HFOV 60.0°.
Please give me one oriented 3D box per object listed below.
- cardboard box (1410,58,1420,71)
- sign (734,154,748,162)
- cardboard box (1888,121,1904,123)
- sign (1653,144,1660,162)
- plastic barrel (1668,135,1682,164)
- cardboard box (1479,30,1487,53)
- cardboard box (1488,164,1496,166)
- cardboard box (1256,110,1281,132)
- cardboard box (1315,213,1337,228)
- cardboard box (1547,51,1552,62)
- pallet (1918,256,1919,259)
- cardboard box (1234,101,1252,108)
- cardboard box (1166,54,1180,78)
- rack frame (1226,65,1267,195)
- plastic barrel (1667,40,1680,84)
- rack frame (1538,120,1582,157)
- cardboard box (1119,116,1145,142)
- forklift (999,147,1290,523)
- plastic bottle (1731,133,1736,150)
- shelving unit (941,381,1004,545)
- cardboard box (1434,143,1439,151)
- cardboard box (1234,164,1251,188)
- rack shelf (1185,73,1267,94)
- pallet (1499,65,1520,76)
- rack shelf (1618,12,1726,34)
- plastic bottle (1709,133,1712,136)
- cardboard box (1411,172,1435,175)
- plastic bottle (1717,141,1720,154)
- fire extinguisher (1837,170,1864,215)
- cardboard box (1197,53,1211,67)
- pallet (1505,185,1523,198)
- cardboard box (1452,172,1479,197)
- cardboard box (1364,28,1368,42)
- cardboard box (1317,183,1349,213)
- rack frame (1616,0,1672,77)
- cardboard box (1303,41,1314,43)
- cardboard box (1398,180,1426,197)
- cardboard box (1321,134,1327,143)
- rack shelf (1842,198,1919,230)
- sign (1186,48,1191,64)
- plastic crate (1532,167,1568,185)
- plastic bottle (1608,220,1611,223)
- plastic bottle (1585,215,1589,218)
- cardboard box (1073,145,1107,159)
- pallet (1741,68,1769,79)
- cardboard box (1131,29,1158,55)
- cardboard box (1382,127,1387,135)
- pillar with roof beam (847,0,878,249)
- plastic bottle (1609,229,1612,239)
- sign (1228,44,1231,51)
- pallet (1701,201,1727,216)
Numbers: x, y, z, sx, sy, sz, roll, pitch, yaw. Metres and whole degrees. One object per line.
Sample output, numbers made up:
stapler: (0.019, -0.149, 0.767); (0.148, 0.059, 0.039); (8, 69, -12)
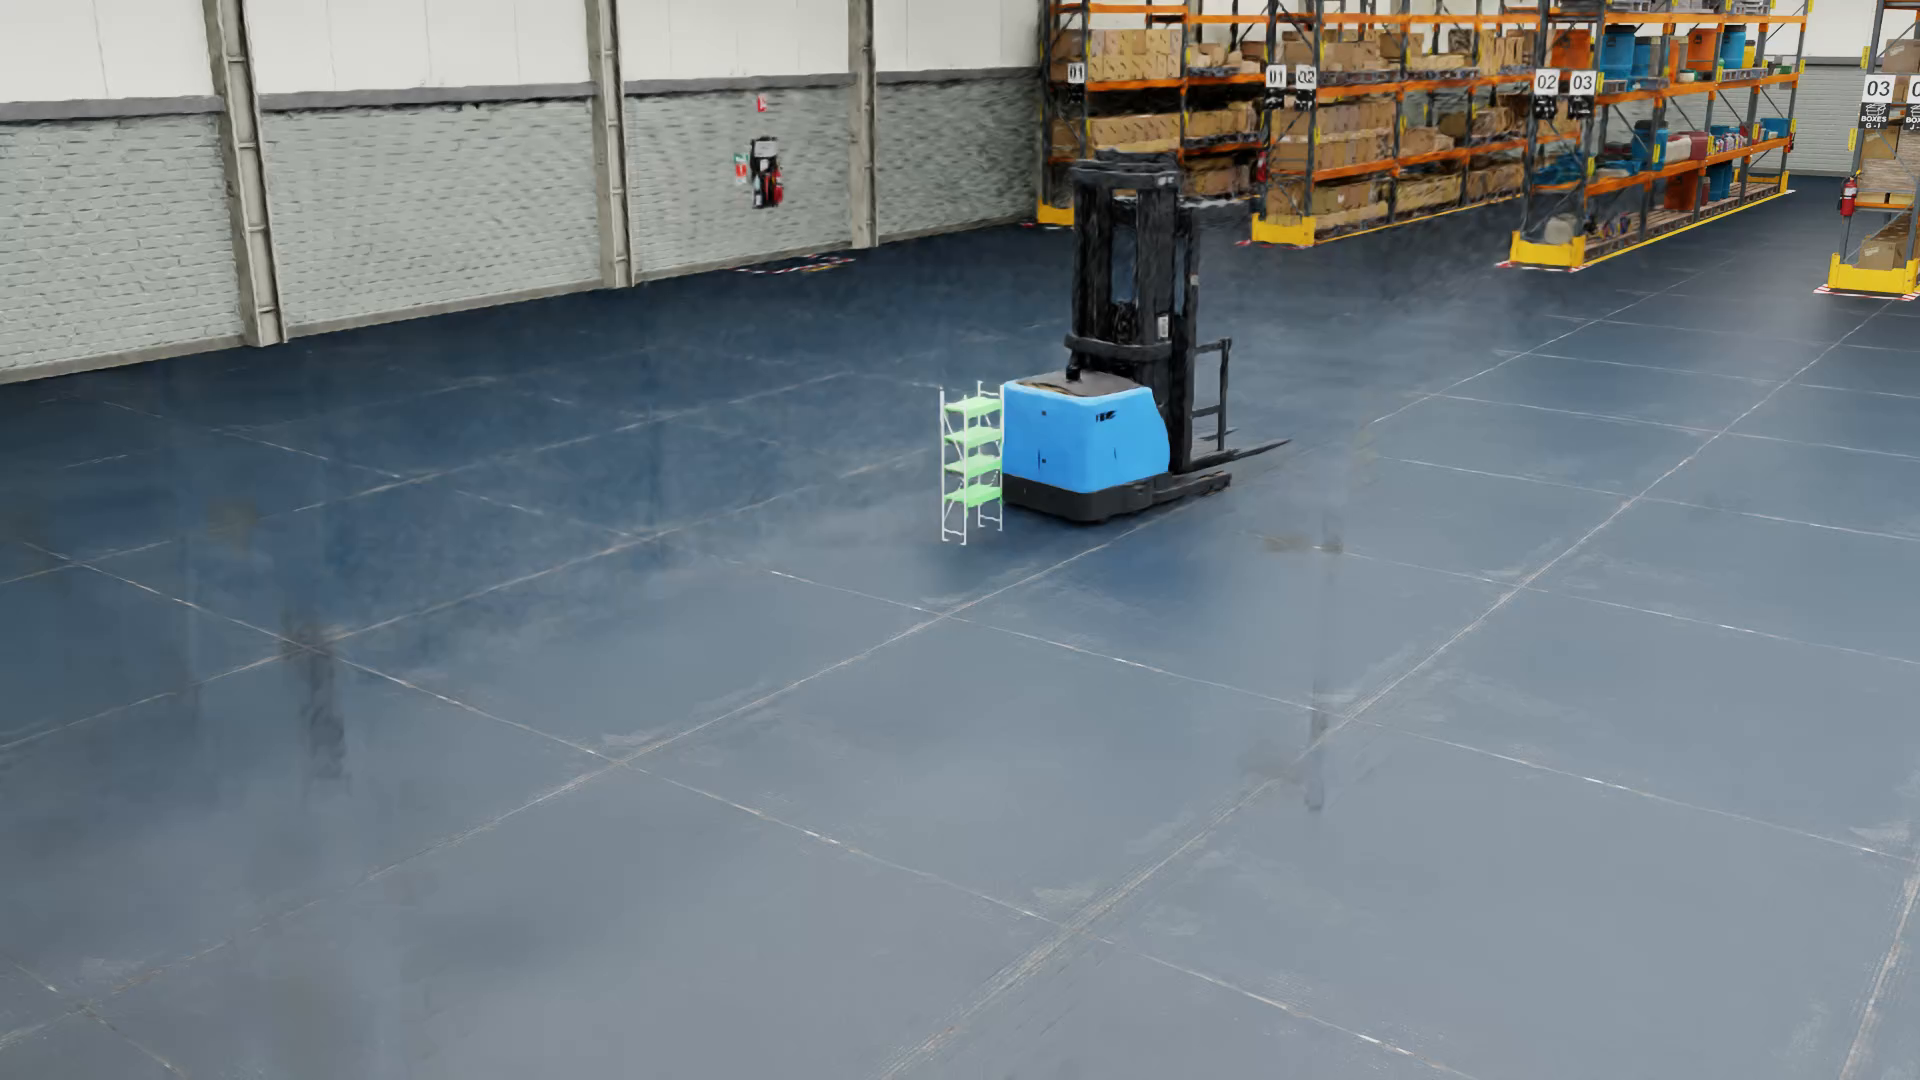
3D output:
cardboard box: (9.169, -9.834, 34.341); (0.500, 0.250, 0.500); (10, 20, 29)
sign: (-3.653, -6.383, 27.787); (0.001, 0.109, 0.331); (12, 21, 35)
cardboard box: (14.762, -6.373, 26.353); (0.500, 0.500, 0.500); (12, 21, 35)
sign: (12.880, -7.153, 30.752); (0.100, 0.325, 0.005); (12, 21, 35)
plastic barrel: (13.886, -7.652, 32.598); (0.433, 0.535, 0.433); (0, 17, 0)
cardboard box: (11.421, -11.131, 37.118); (0.500, 0.500, 0.500); (12, 21, 35)
cardboard box: (12.443, -8.717, 39.730); (0.500, 0.500, 0.500); (13, 21, 35)
cardboard box: (7.367, -10.094, 39.985); (0.500, 0.500, 0.500); (13, 22, 36)
cardboard box: (6.879, -6.139, 31.884); (0.500, 0.250, 0.500); (12, 21, 35)
cardboard box: (14.022, -11.693, 40.191); (0.500, 0.250, 0.500); (12, 21, 35)
pallet: (16.051, -4.747, 28.175); (1.003, 0.211, 1.213); (12, 21, 35)
cardboard box: (6.690, -10.304, 39.362); (0.380, 0.149, 0.250); (9, 20, 28)
cardboard box: (4.385, -10.196, 35.760); (0.500, 0.500, 0.500); (13, 22, 36)
rack frame: (6.872, -9.824, 39.820); (1.000, 3.000, 0.127); (12, 21, 35)
plastic barrel: (13.775, -9.398, 32.666); (0.600, 0.830, 0.708); (12, 21, 35)
rack frame: (15.619, -10.855, 43.140); (1.000, 3.000, 0.127); (12, 21, 35)
cardboard box: (3.544, -8.638, 34.956); (0.500, 0.500, 0.500); (13, 22, 36)
forklift: (1.747, -1.886, 14.376); (3.031, 2.935, 1.130); (-16, 23, -41)
plastic bottle: (16.817, -8.681, 36.225); (0.144, 0.351, 0.185); (12, 21, 35)
shelving unit: (0.099, -0.612, 13.193); (0.258, 1.200, 0.503); (12, 21, 35)
cardboard box: (10.138, -8.516, 36.031); (0.380, 0.149, 0.250); (14, 22, 39)
cardboard box: (6.485, -8.659, 39.544); (0.700, 0.500, 0.500); (13, 21, 35)
rack shelf: (5.680, -10.436, 37.948); (1.077, 0.370, 4.000); (12, 21, 35)
pallet: (12.175, -10.854, 38.398); (1.213, 0.211, 1.003); (12, 21, 35)
rack shelf: (13.637, -9.927, 31.925); (1.077, 0.370, 4.000); (12, 21, 35)
plastic bottle: (16.718, -8.966, 37.141); (0.144, 0.351, 0.185); (12, 21, 35)
cardboard box: (10.305, -8.032, 37.032); (0.500, 0.311, 0.500); (13, 22, 37)
plastic bottle: (15.987, -8.300, 35.132); (0.097, 0.271, 0.097); (0, 17, 0)
fire extinguisher: (13.601, -5.310, 25.414); (0.296, 0.674, 0.183); (12, 21, 35)
cardboard box: (5.245, -10.724, 37.104); (0.500, 0.311, 0.500); (13, 22, 36)
pallet: (12.782, -8.370, 39.840); (1.003, 0.211, 1.213); (12, 21, 35)
cardboard box: (11.353, -8.024, 37.496); (0.500, 0.500, 0.500); (14, 22, 37)
cardboard box: (10.206, -12.987, 43.062); (0.500, 0.500, 0.500); (12, 21, 34)
cardboard box: (7.168, -6.619, 32.163); (0.500, 0.500, 0.500); (12, 21, 35)
rack frame: (12.445, -9.985, 30.225); (1.000, 3.000, 0.127); (12, 21, 35)
cardboard box: (8.363, -12.133, 41.287); (0.700, 0.500, 0.500); (12, 21, 34)
cardboard box: (9.525, -7.448, 35.152); (0.500, 0.311, 0.500); (12, 21, 33)
cardboard box: (6.648, -7.520, 31.140); (0.380, 0.149, 0.250); (12, 21, 33)
rack shelf: (15.231, -5.425, 26.869); (1.077, 0.370, 4.000); (12, 21, 35)
sign: (4.929, -10.456, 35.928); (0.100, 0.325, 0.005); (12, 21, 35)
plastic crate: (10.120, -6.269, 28.623); (0.499, 0.251, 0.616); (12, 21, 35)
plastic bottle: (11.888, -5.718, 30.438); (0.061, 0.283, 0.133); (12, 21, 35)
plastic bottle: (11.732, -5.949, 31.195); (0.152, 0.276, 0.135); (13, 22, 37)
cardboard box: (2.651, -7.916, 33.897); (0.500, 0.250, 0.500); (12, 21, 33)
pallet: (16.823, -10.164, 36.177); (1.213, 0.211, 1.003); (12, 21, 35)
cardboard box: (3.787, -10.412, 34.770); (0.500, 0.500, 0.500); (12, 21, 33)
cardboard box: (8.330, -8.193, 33.306); (0.380, 0.149, 0.250); (12, 21, 34)
pillar with roof beam: (1.710, -8.913, 26.772); (9.100, 9.000, 0.400); (12, 21, 35)
plastic bottle: (11.715, -5.547, 30.025); (0.097, 0.201, 0.097); (0, 17, 0)
sign: (6.431, -11.641, 39.609); (0.100, 0.325, 0.005); (12, 21, 35)
pallet: (15.992, -7.226, 36.156); (1.003, 0.211, 1.213); (12, 21, 35)
